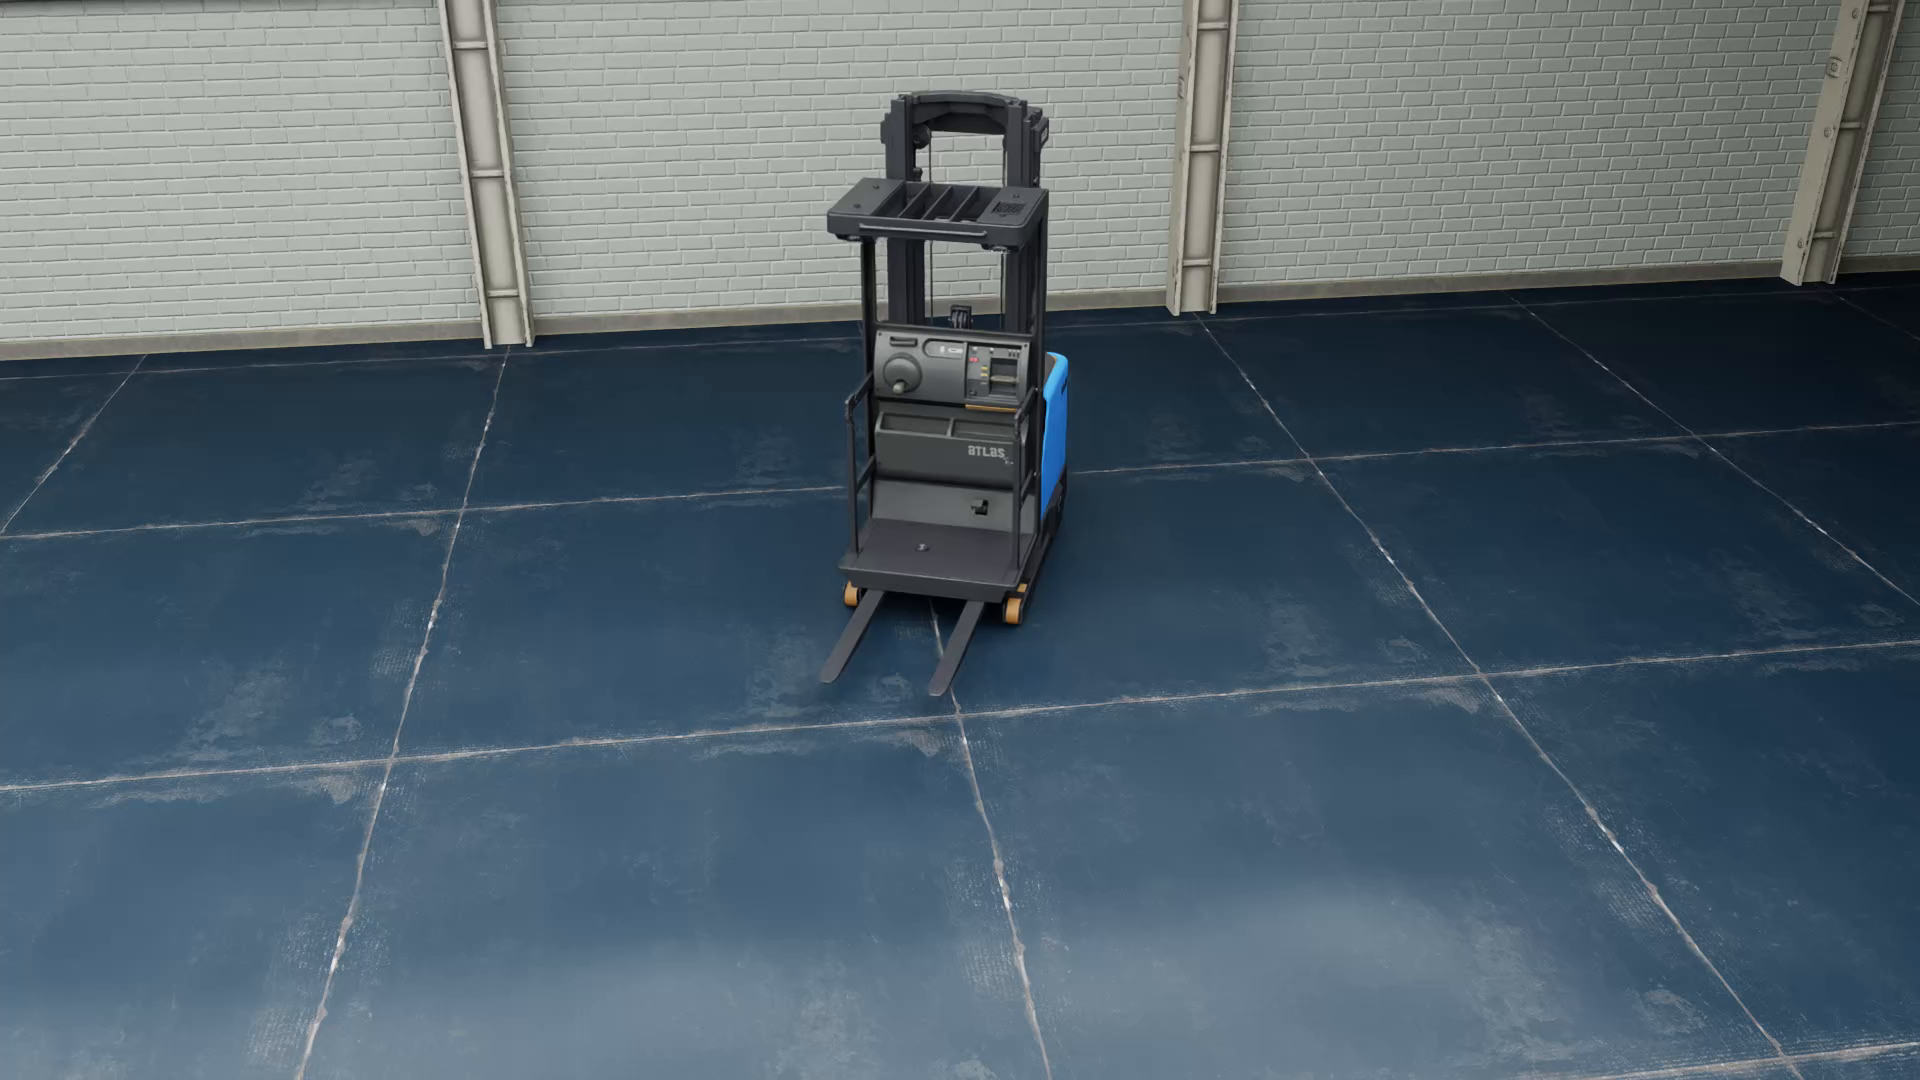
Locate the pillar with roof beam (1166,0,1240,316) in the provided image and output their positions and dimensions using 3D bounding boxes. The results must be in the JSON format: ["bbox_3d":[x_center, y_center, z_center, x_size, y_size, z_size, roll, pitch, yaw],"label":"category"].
[{"bbox_3d":[2.682,-4.146,9.176,0.400,9.000,9.100,-4,27,-7],"label":"pillar with roof beam"}]

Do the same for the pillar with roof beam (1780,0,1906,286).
[{"bbox_3d":[8.624,-4.528,9.919,0.400,9.000,9.100,-4,27,-7],"label":"pillar with roof beam"}]

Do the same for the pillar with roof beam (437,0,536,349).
[{"bbox_3d":[-3.259,-3.764,8.432,0.400,9.000,9.100,-4,27,-7],"label":"pillar with roof beam"}]

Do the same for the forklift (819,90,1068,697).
[{"bbox_3d":[-0.096,-0.982,9.656,1.130,2.935,3.031,6,28,11],"label":"forklift"}]
